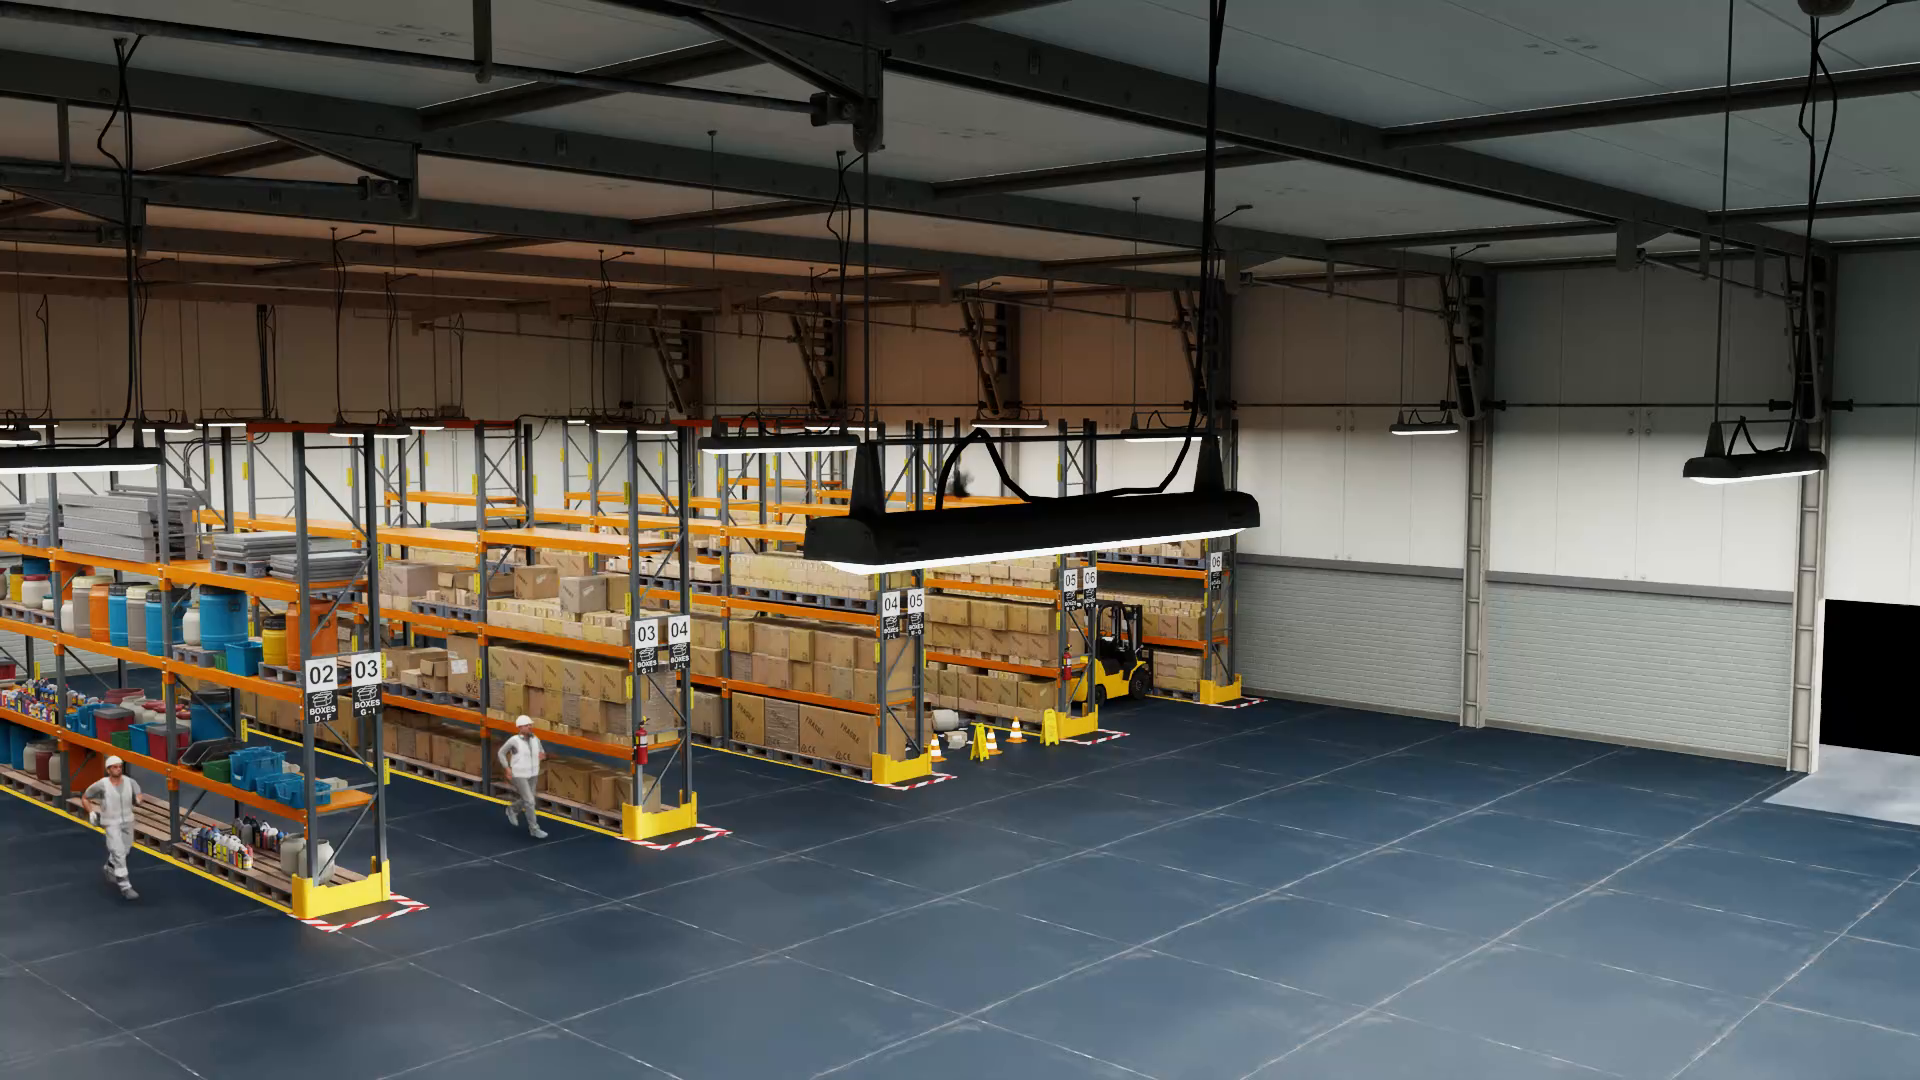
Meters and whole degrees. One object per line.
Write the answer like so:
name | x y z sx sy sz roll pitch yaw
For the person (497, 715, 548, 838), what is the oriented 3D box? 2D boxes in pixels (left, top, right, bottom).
person | -6.391 3.433 24.356 0.948 1.755 0.657 3 6 34

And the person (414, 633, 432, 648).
person | -13.158 2.179 40.341 0.771 1.770 0.748 1 5 12

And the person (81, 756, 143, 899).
person | -10.847 3.657 21.405 1.002 1.773 0.662 3 6 34
